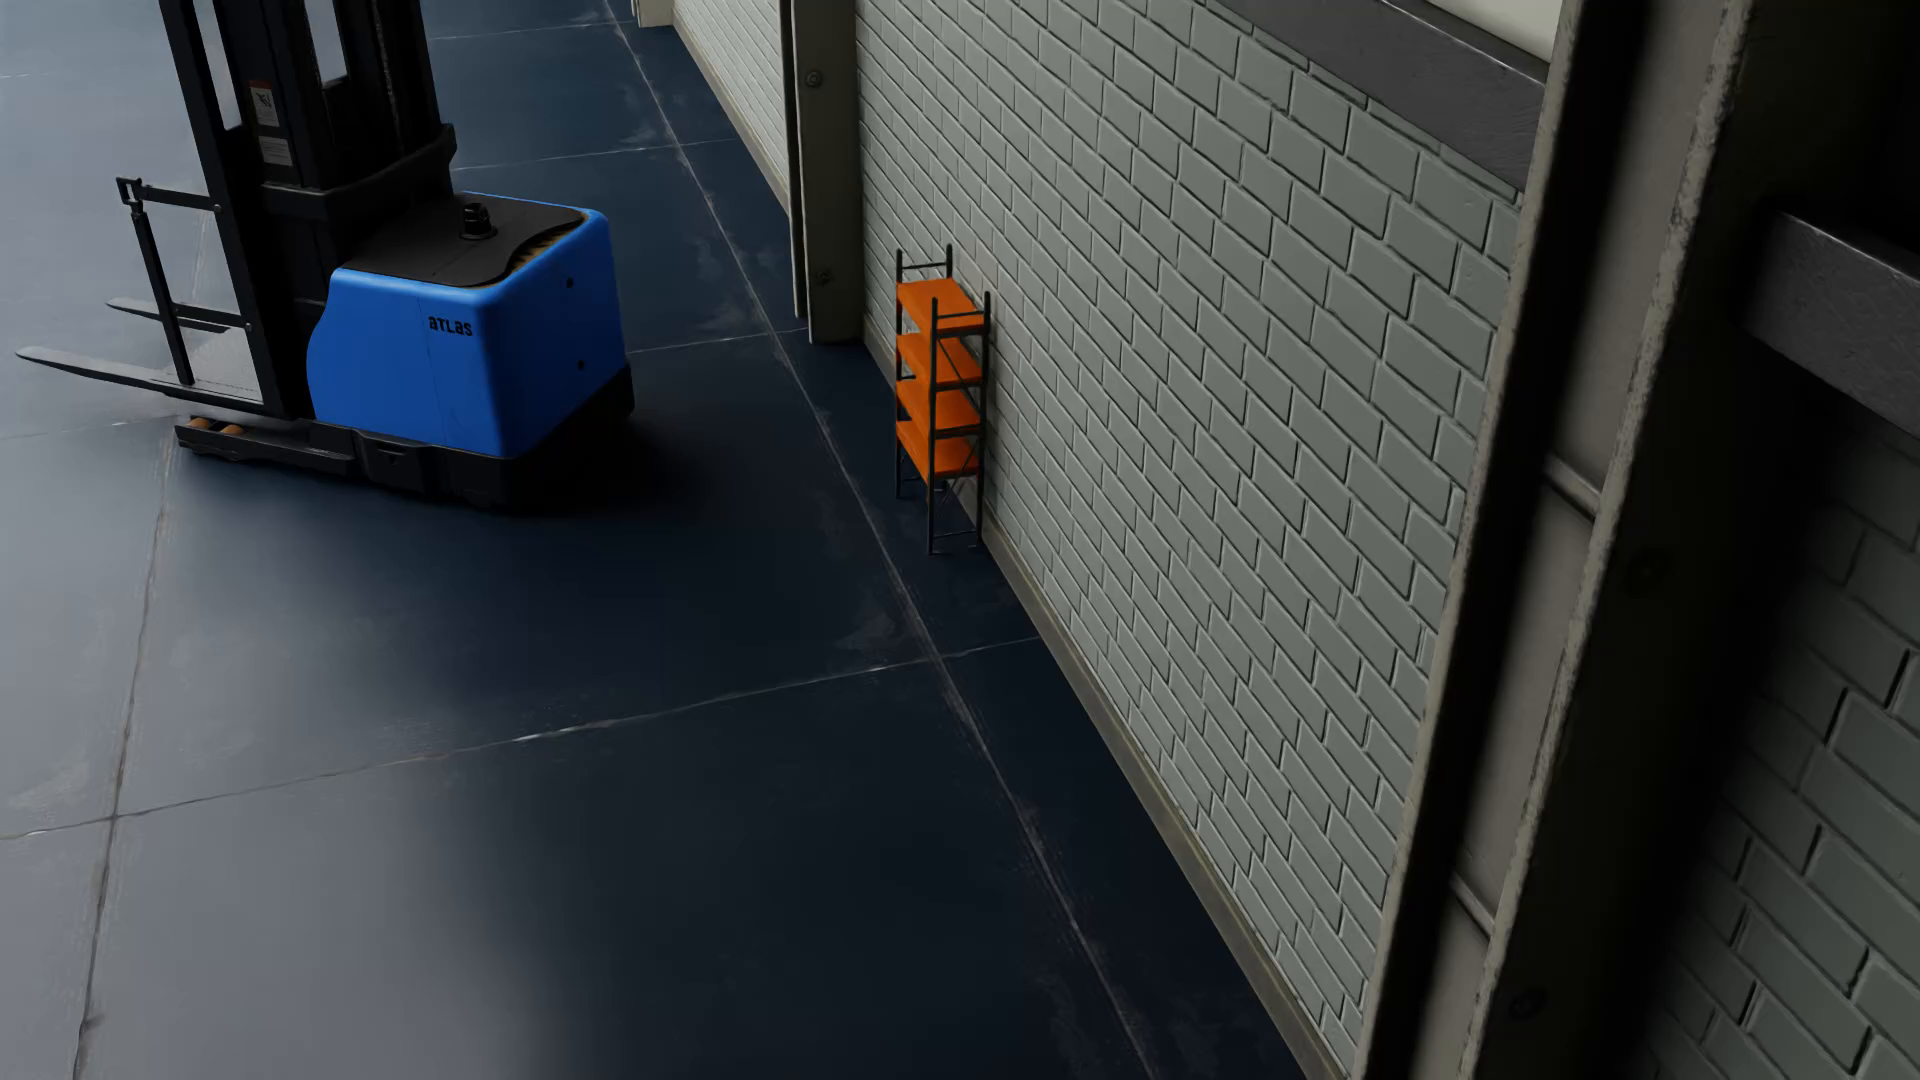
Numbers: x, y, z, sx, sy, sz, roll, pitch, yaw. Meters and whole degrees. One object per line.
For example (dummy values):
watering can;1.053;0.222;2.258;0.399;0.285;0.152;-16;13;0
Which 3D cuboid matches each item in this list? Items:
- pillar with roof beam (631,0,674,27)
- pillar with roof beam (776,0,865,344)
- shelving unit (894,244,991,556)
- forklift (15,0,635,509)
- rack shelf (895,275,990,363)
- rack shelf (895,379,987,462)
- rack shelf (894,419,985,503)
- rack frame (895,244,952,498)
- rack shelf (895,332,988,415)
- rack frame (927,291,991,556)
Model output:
pillar with roof beam;-6.630;-7.348;10.207;9.100;9.000;0.400;-10;35;-15
pillar with roof beam;-4.800;-4.197;5.440;9.100;9.000;0.400;-10;35;-15
shelving unit;-0.086;-0.585;7.041;0.258;1.200;0.503;-9;35;-16
forklift;-3.155;-1.854;7.396;3.031;2.935;1.130;11;35;17
rack shelf;-0.077;-0.914;6.827;0.258;0.148;0.480;-9;35;-16
rack shelf;-0.088;-0.529;7.077;0.258;0.148;0.480;-9;35;-16
rack shelf;-0.093;-0.362;7.186;0.258;0.148;0.480;-9;35;-16
rack frame;-0.162;-0.713;7.234;0.240;1.200;0.015;-9;35;-16
rack shelf;-0.082;-0.716;6.956;0.258;0.148;0.480;-9;35;-16
rack frame;-0.010;-0.457;6.847;0.240;1.200;0.015;-9;35;-16
